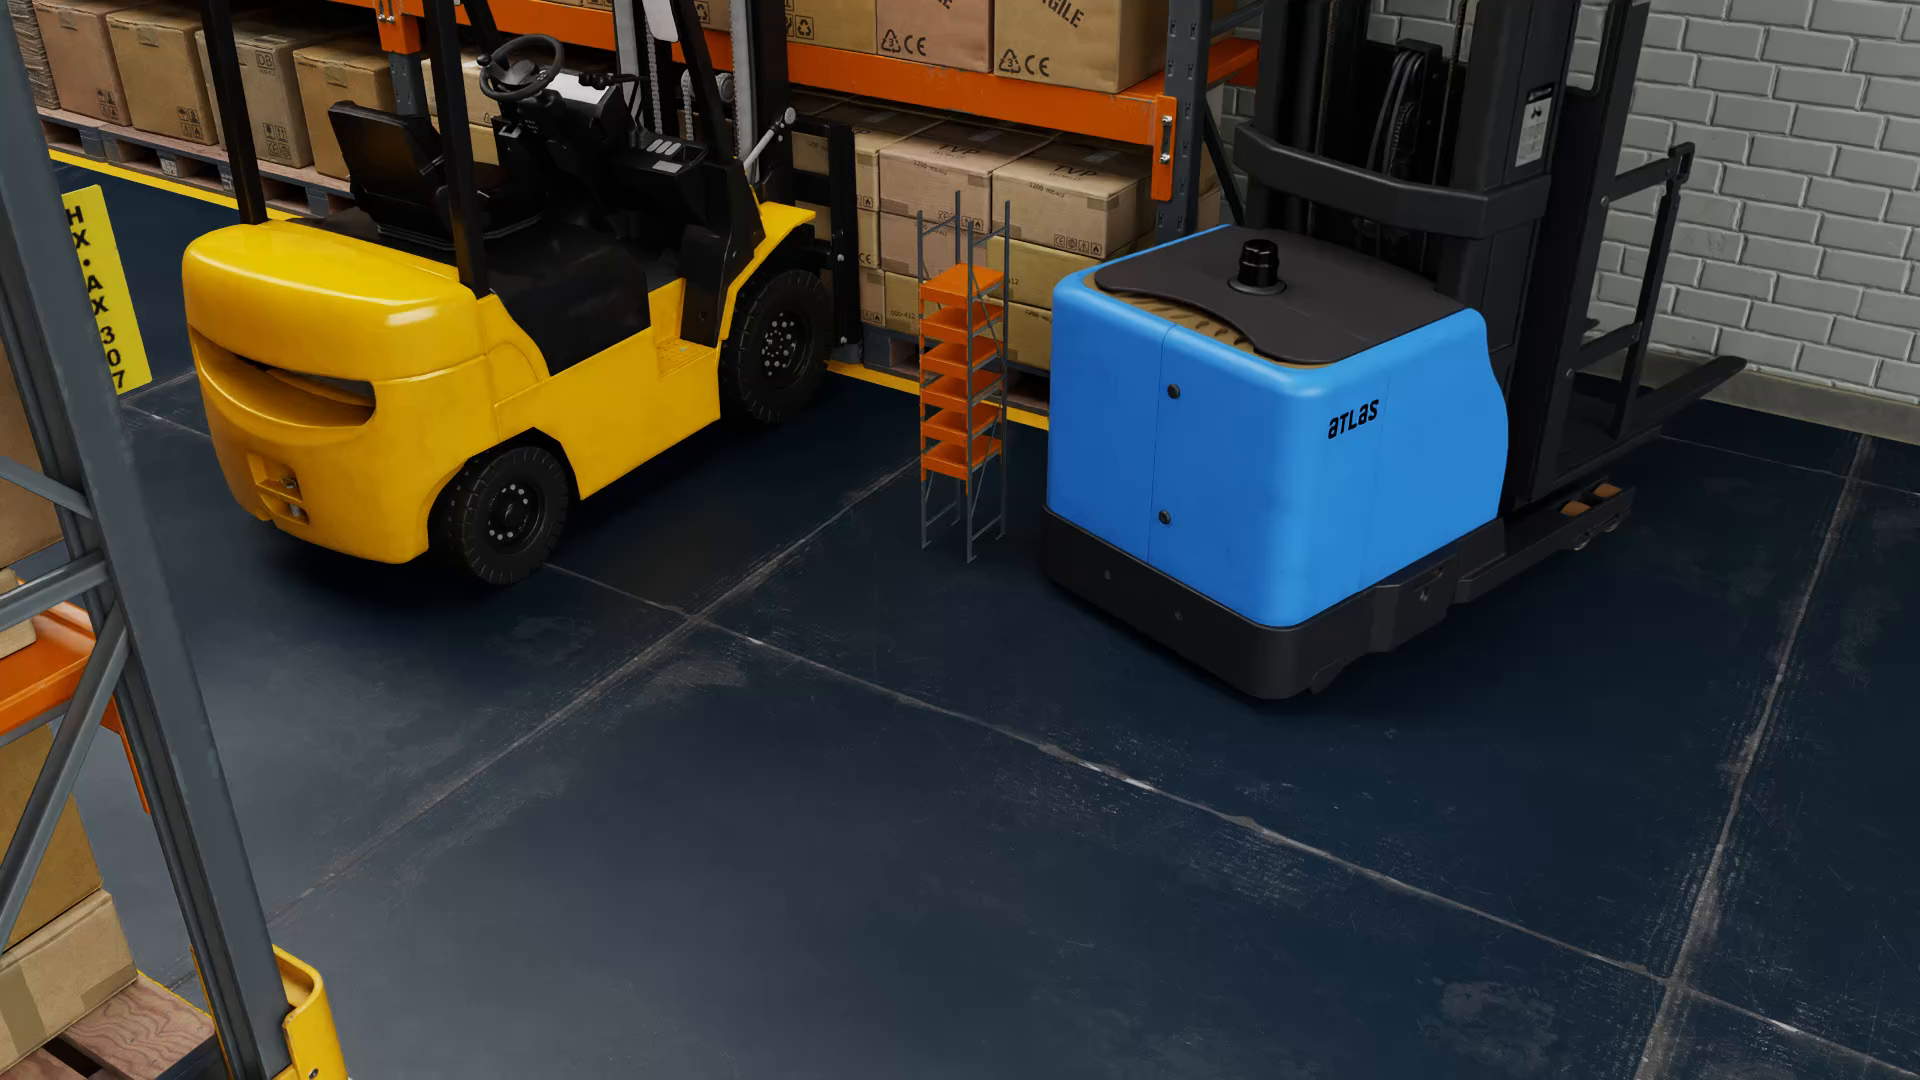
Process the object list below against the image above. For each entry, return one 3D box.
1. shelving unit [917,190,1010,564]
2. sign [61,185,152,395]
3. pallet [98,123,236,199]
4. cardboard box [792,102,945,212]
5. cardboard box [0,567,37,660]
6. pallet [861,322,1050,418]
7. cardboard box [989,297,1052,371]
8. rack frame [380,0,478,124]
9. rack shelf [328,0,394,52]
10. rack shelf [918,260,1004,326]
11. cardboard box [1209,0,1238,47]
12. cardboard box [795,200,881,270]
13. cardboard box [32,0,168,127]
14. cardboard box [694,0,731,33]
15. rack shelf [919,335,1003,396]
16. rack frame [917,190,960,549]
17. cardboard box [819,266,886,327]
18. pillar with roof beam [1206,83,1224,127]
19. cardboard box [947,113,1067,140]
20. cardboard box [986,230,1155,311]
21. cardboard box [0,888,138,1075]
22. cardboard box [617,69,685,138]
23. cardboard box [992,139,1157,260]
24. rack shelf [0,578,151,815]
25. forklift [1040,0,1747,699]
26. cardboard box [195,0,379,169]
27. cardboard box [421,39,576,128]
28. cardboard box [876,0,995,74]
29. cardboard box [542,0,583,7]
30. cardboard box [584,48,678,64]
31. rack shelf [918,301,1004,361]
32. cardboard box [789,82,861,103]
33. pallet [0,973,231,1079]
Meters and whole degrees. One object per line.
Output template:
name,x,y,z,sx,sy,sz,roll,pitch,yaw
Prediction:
shelving unit,0.012,-0.514,5.441,0.189,1.200,0.258,18,35,27
sign,-1.328,-0.376,2.558,0.005,0.325,0.100,18,35,27
pallet,-4.050,-2.264,9.421,1.213,0.211,1.003,18,35,27
cardboard box,-0.404,-1.571,6.785,0.500,0.250,0.500,18,35,28
cardboard box,-1.794,0.159,2.750,0.250,0.149,0.380,18,35,28
pallet,0.350,-0.872,7.035,1.213,0.211,1.003,18,35,27
cardboard box,0.454,-0.874,6.584,0.500,0.250,0.500,18,35,28
rack frame,-2.368,-2.961,7.849,0.127,3.000,1.000,18,35,27
rack shelf,-4.062,-3.186,8.949,4.000,0.370,1.077,18,35,27
rack shelf,0.012,-0.787,5.282,0.180,0.103,0.258,18,35,27
cardboard box,0.748,-2.184,6.418,0.500,0.500,0.500,19,35,29
cardboard box,-0.426,-1.365,6.928,0.500,0.250,0.500,17,34,26
cardboard box,-4.677,-2.844,9.588,0.625,0.625,0.875,19,35,29
cardboard box,-0.837,-2.363,6.724,0.500,0.500,0.500,18,35,28
rack shelf,0.012,-0.580,5.403,0.180,0.103,0.258,18,35,27
rack frame,-0.065,-0.539,5.483,0.006,1.200,0.240,18,35,27
cardboard box,-0.381,-1.149,7.056,0.500,0.250,0.500,18,35,28
pillar with roof beam,-1.380,-3.215,2.330,0.400,9.000,9.100,18,35,27
cardboard box,0.288,-1.657,6.933,0.500,0.250,0.500,18,35,27
cardboard box,0.441,-1.096,6.468,0.500,0.250,0.500,17,34,27
cardboard box,-2.152,0.902,3.539,0.500,0.250,0.500,17,34,27
cardboard box,-1.270,-1.854,7.270,0.500,0.250,0.500,19,35,29
cardboard box,0.464,-1.305,6.331,0.500,0.250,0.500,19,35,29
rack shelf,-3.310,0.005,3.479,4.000,0.370,1.077,18,35,27
forklift,1.714,-1.414,5.265,3.031,2.935,1.130,-23,37,-34
cardboard box,-3.469,-2.463,8.935,0.625,0.625,0.875,17,34,27
cardboard box,-2.125,-2.123,7.732,0.500,0.250,0.500,17,34,27
cardboard box,0.029,-2.095,6.266,0.500,0.500,0.500,19,35,29
cardboard box,-1.681,-2.642,7.202,0.500,0.500,0.500,18,35,28
cardboard box,-1.411,-2.208,7.878,0.500,0.250,0.500,17,34,27
rack shelf,0.012,-0.683,5.342,0.180,0.103,0.258,18,35,27
cardboard box,-0.560,-1.936,7.411,0.500,0.250,0.500,17,34,26
pallet,-2.350,1.181,3.516,1.213,0.211,1.003,18,35,27
